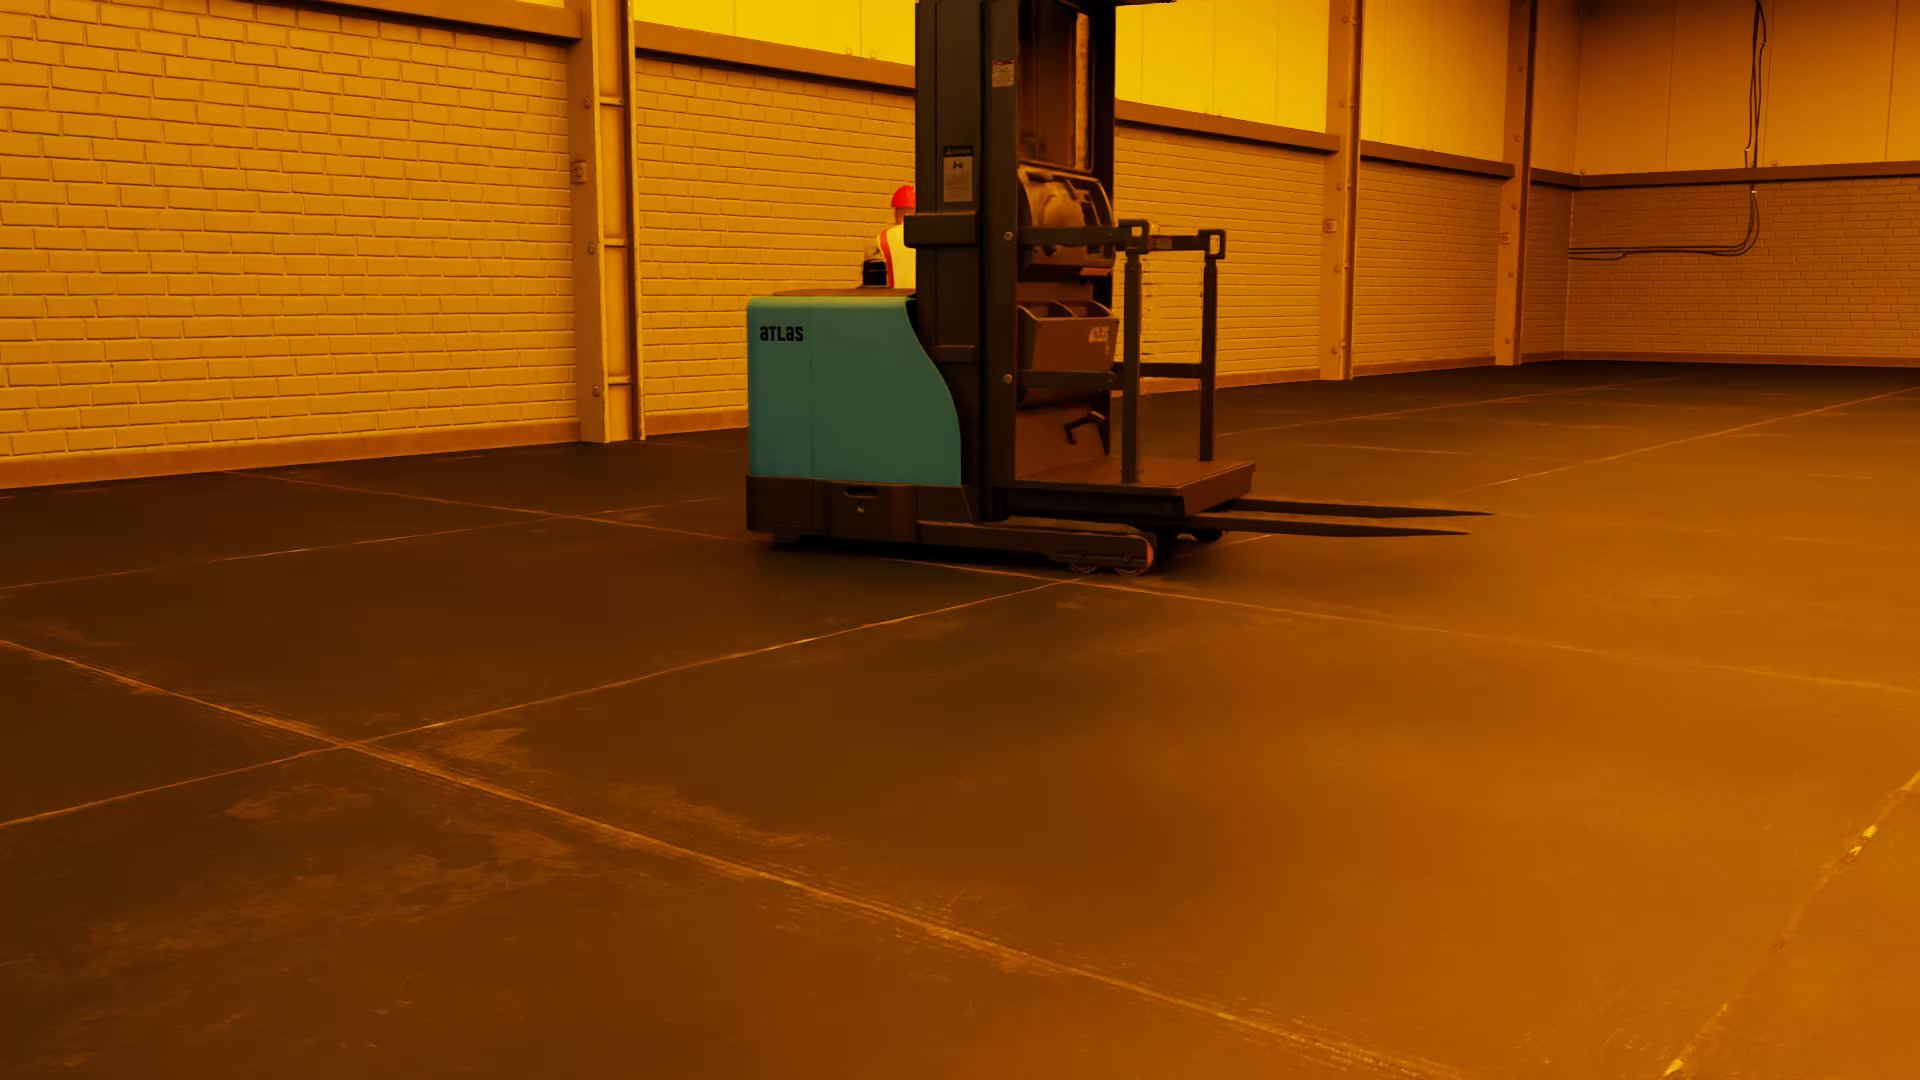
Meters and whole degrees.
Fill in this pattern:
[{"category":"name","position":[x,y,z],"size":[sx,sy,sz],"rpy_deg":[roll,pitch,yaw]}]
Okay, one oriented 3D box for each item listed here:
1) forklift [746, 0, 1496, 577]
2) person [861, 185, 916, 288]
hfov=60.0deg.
[{"category":"forklift","position":[0.631,-1.394,6.810],"size":[3.031,2.935,1.130],"rpy_deg":[4,9,25]},{"category":"person","position":[-0.328,-1.355,10.673],"size":[0.624,1.806,0.535],"rpy_deg":[0,8,-3]}]
